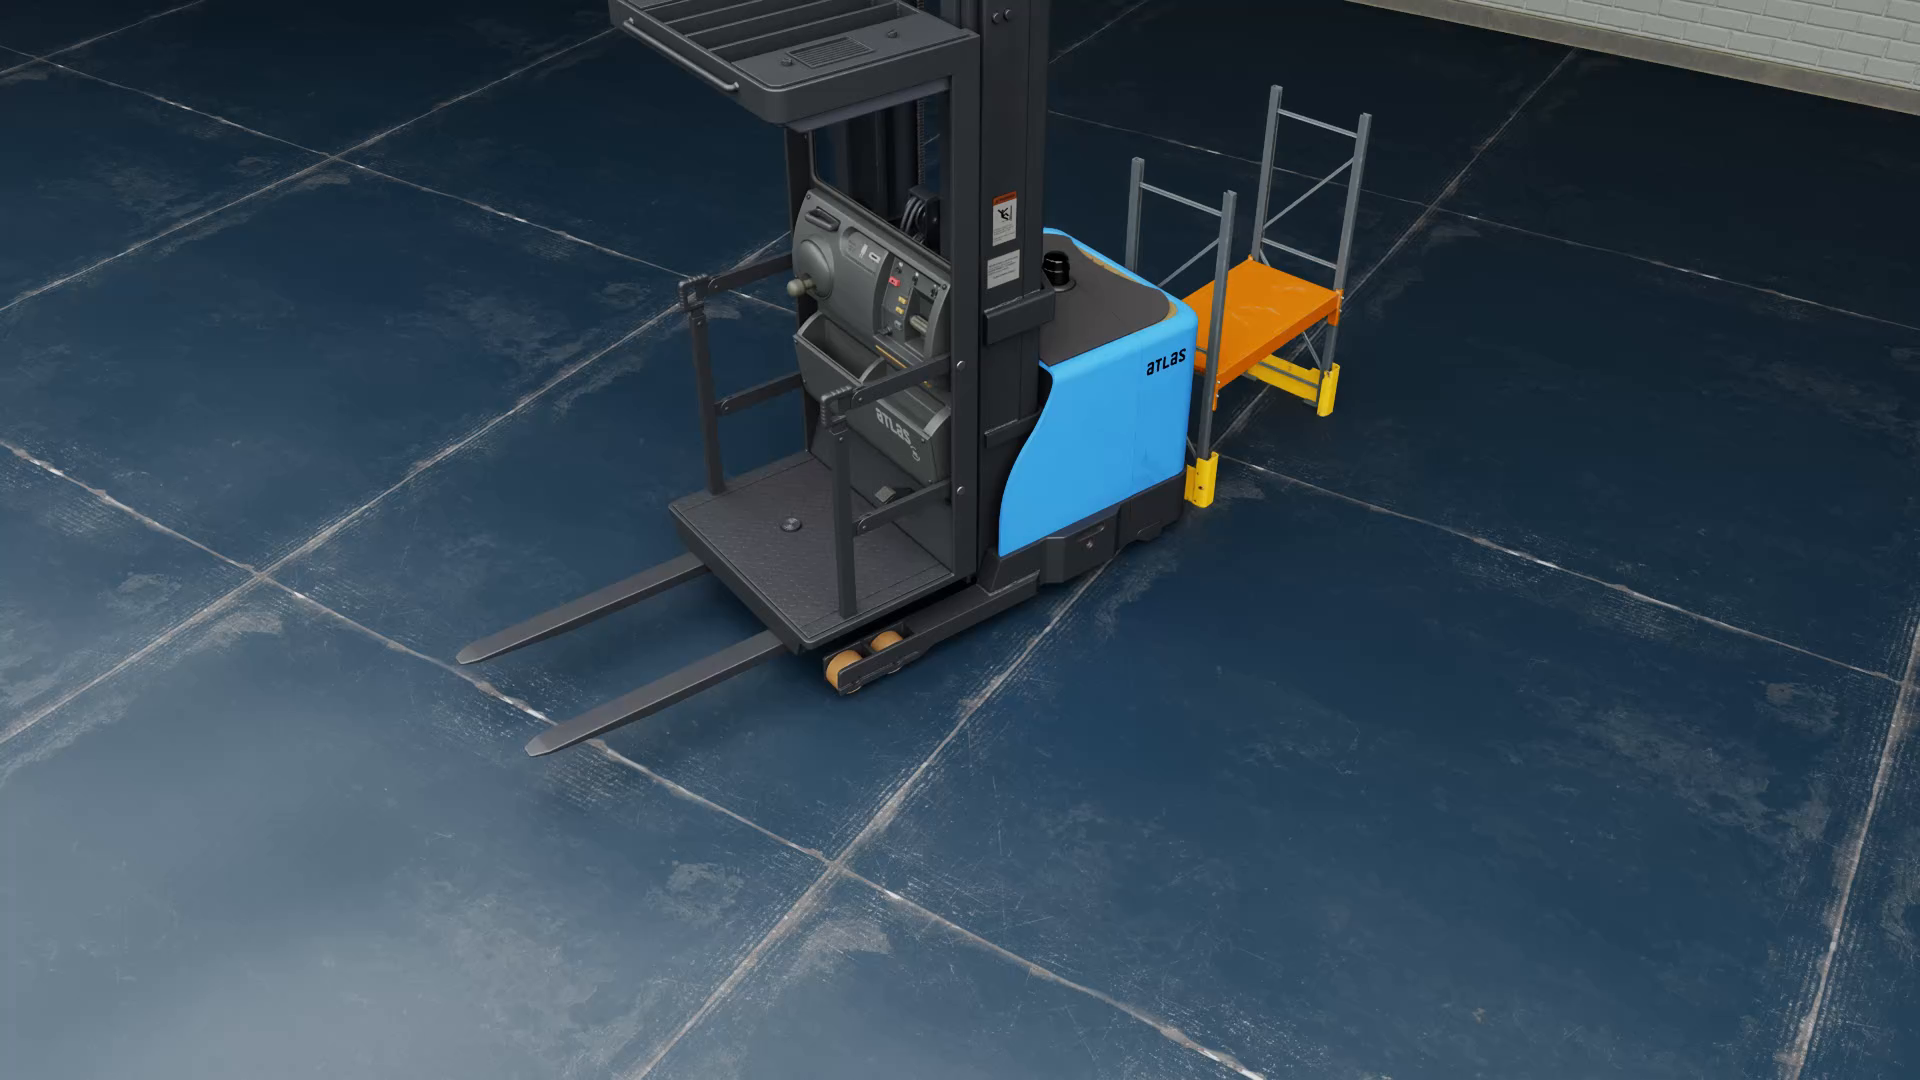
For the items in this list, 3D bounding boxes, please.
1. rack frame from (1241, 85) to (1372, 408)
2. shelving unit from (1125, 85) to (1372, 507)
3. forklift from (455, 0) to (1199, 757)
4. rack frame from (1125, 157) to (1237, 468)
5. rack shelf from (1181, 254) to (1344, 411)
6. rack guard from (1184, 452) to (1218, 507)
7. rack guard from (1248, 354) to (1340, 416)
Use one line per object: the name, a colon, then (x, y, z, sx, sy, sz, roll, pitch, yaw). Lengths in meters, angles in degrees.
rack frame: (1.582, -1.333, 7.750, 0.500, 1.500, 0.032, 29, 46, 32)
shelving unit: (1.235, -1.098, 7.446, 0.587, 1.500, 1.083, 29, 46, 32)
forklift: (-0.506, -0.931, 6.057, 3.031, 2.935, 1.130, -24, 44, -28)
rack frame: (0.900, -0.872, 7.153, 0.500, 1.500, 0.032, 29, 46, 32)
rack shelf: (1.241, -0.960, 7.562, 0.538, 0.185, 1.000, 29, 46, 32)
rack guard: (0.901, -0.378, 7.536, 0.587, 0.250, 0.087, 29, 46, 32)
rack guard: (1.569, -0.829, 8.120, 0.587, 0.250, 0.087, 29, 46, 32)
